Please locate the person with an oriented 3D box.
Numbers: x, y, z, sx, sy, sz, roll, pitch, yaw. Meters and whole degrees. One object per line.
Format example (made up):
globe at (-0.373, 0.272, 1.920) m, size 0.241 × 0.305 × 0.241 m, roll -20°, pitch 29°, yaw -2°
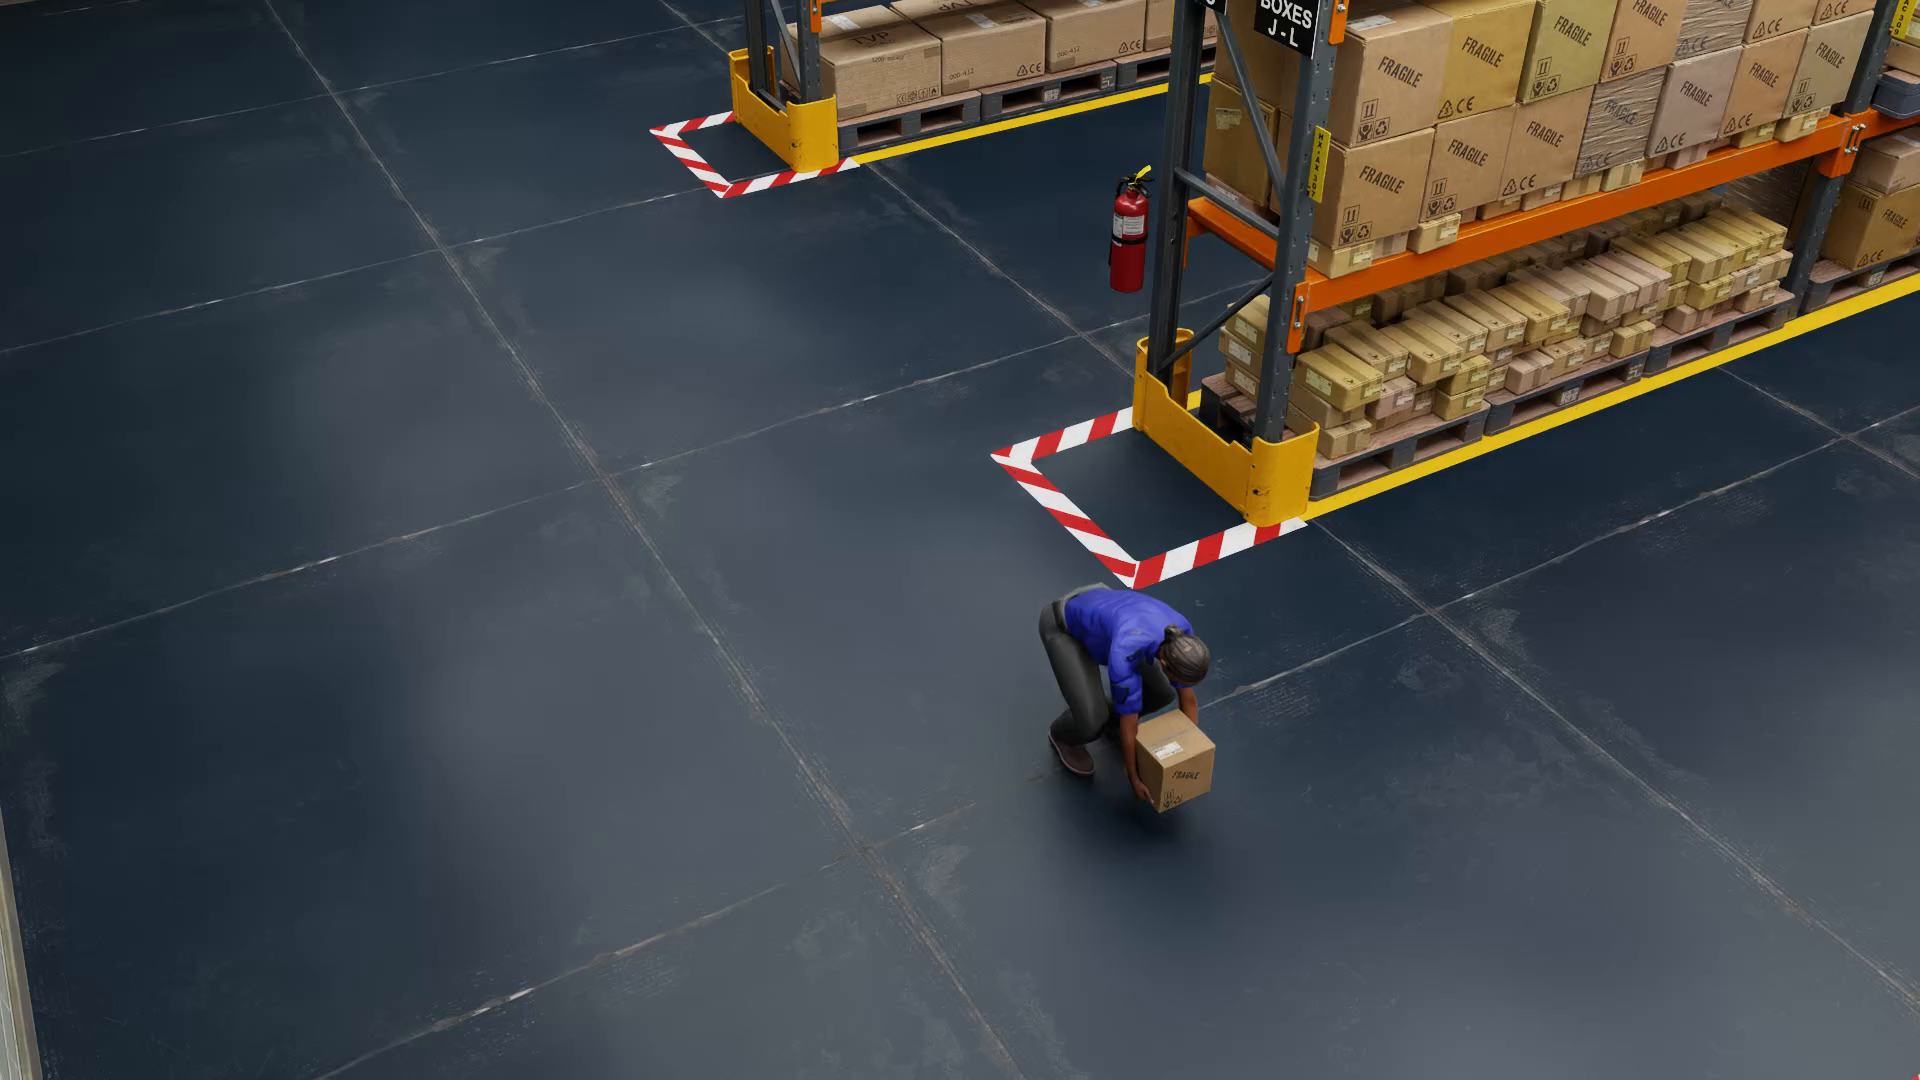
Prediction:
person at (0.671, 0.587, 6.748) m, size 0.472 × 0.946 × 0.857 m, roll -21°, pitch 42°, yaw -25°
